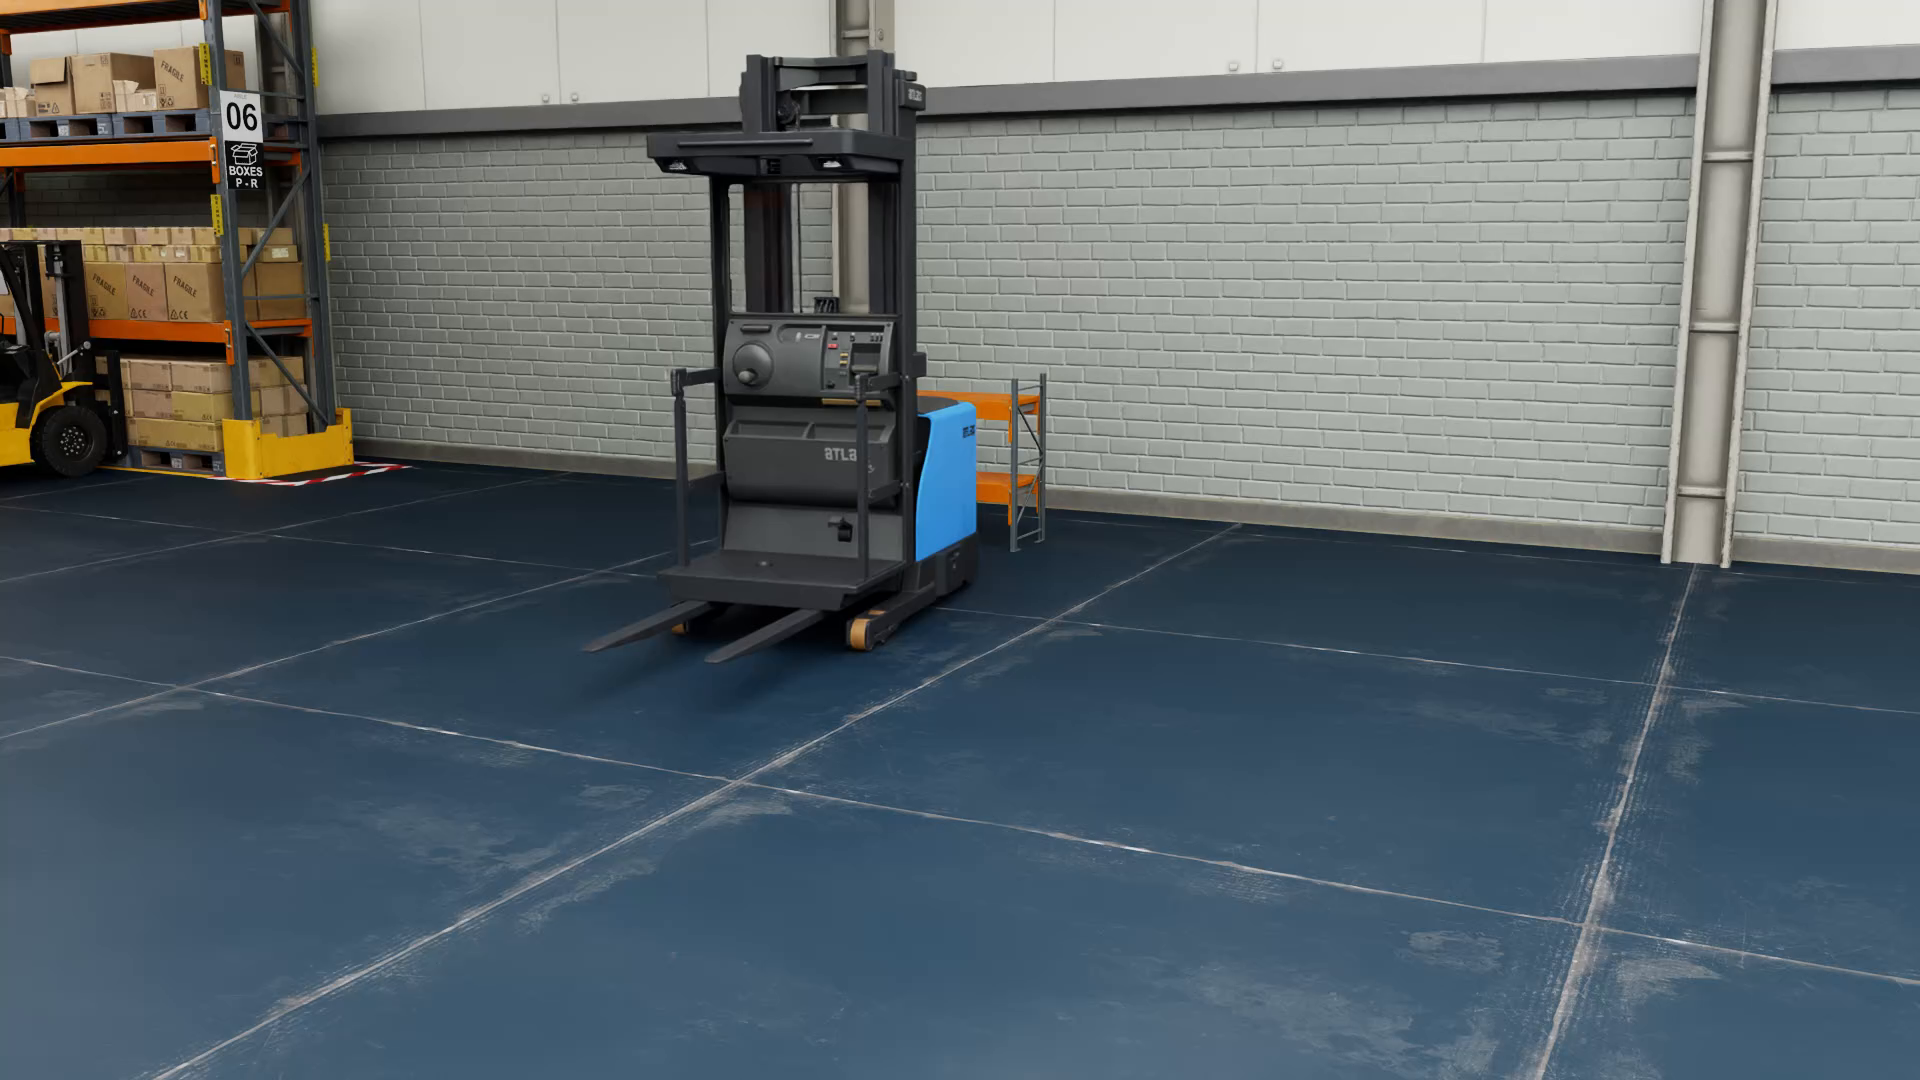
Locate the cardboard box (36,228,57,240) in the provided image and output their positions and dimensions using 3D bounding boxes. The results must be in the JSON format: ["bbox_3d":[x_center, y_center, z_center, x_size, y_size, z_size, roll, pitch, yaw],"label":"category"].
[{"bbox_3d":[-8.132,-2.758,15.110,0.250,0.149,0.380,5,11,26],"label":"cardboard box"}]

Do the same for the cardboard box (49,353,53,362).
[{"bbox_3d":[-8.277,-1.583,15.288,0.500,0.250,0.500,5,12,28],"label":"cardboard box"}]

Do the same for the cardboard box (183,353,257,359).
[{"bbox_3d":[-6.687,-1.542,15.063,0.500,0.250,0.500,5,11,26],"label":"cardboard box"}]

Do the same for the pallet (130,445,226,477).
[{"bbox_3d":[-6.594,-0.771,14.898,1.213,0.211,1.003,5,11,26],"label":"pallet"}]

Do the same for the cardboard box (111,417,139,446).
[{"bbox_3d":[-7.337,-1.011,14.937,0.500,0.250,0.500,5,11,26],"label":"cardboard box"}]

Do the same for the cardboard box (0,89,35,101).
[{"bbox_3d":[-8.839,-3.988,15.212,0.500,0.311,0.500,5,12,27],"label":"cardboard box"}]

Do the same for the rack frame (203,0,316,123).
[{"bbox_3d":[-5.890,-5.042,13.819,0.127,3.000,1.000,5,11,26],"label":"rack frame"}]

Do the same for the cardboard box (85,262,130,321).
[{"bbox_3d":[-7.368,-2.218,14.784,0.500,0.500,0.500,5,11,25],"label":"cardboard box"}]

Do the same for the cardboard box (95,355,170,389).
[{"bbox_3d":[-7.358,-1.499,14.825,0.500,0.250,0.500,5,11,27],"label":"cardboard box"}]

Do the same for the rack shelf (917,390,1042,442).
[{"bbox_3d":[-0.006,-0.842,11.081,1.000,0.278,0.538,5,11,26],"label":"rack shelf"}]

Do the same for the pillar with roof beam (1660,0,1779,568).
[{"bbox_3d":[2.741,-3.607,5.894,0.400,9.000,9.100,5,11,26],"label":"pillar with roof beam"}]

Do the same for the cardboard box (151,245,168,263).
[{"bbox_3d":[-6.773,-2.486,14.443,0.250,0.149,0.380,5,12,27],"label":"cardboard box"}]

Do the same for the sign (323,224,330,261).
[{"bbox_3d":[-5.639,-2.643,14.757,0.005,0.325,0.100,5,11,26],"label":"sign"}]

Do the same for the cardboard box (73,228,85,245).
[{"bbox_3d":[-7.683,-2.719,14.893,0.250,0.149,0.380,5,11,27],"label":"cardboard box"}]

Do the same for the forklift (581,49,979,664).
[{"bbox_3d":[-0.855,-0.975,8.385,1.130,2.935,3.031,4,11,19],"label":"forklift"}]

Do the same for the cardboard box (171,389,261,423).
[{"bbox_3d":[-6.465,-1.178,14.453,0.500,0.250,0.500,5,11,25],"label":"cardboard box"}]

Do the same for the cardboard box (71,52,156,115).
[{"bbox_3d":[-7.269,-3.963,14.543,0.500,0.500,0.700,5,11,26],"label":"cardboard box"}]

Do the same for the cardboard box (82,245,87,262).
[{"bbox_3d":[-7.670,-2.572,14.916,0.250,0.149,0.380,5,11,25],"label":"cardboard box"}]

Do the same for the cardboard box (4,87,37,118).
[{"bbox_3d":[-8.280,-3.905,14.879,0.258,0.266,0.396,5,11,24],"label":"cardboard box"}]

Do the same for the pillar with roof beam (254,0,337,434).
[{"bbox_3d":[-8.020,-4.553,11.119,0.400,9.000,9.100,5,11,26],"label":"pillar with roof beam"}]

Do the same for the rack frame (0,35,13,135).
[{"bbox_3d":[-9.477,-5.357,15.561,0.127,3.000,1.000,5,11,26],"label":"rack frame"}]

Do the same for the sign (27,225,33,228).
[{"bbox_3d":[-9.233,-2.959,16.501,0.005,0.325,0.100,5,11,26],"label":"sign"}]

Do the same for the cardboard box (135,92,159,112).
[{"bbox_3d":[-6.767,-3.715,14.155,0.250,0.149,0.380,5,11,24],"label":"cardboard box"}]

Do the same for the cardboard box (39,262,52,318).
[{"bbox_3d":[-8.266,-2.299,15.231,0.500,0.500,0.500,5,11,25],"label":"cardboard box"}]

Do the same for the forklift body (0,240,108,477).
[{"bbox_3d":[-8.398,-1.530,13.645,1.214,2.155,2.313,5,11,26],"label":"forklift body"}]

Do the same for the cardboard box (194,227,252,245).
[{"bbox_3d":[-6.304,-2.599,14.230,0.250,0.149,0.380,5,11,26],"label":"cardboard box"}]

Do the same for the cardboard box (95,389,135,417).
[{"bbox_3d":[-7.382,-1.256,14.887,0.500,0.250,0.500,5,11,25],"label":"cardboard box"}]

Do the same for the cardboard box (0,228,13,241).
[{"bbox_3d":[-8.630,-2.786,15.261,0.250,0.149,0.380,5,12,27],"label":"cardboard box"}]

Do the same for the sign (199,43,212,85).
[{"bbox_3d":[-6.142,-3.877,13.542,0.005,0.325,0.100,5,11,26],"label":"sign"}]

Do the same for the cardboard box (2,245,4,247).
[{"bbox_3d":[-8.640,-2.639,15.284,0.250,0.149,0.380,5,12,27],"label":"cardboard box"}]

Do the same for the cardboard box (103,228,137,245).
[{"bbox_3d":[-7.259,-2.664,14.590,0.250,0.149,0.380,5,12,27],"label":"cardboard box"}]

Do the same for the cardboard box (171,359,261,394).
[{"bbox_3d":[-6.441,-1.422,14.397,0.500,0.250,0.500,5,12,28],"label":"cardboard box"}]

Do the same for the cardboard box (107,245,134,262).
[{"bbox_3d":[-7.250,-2.521,14.635,0.250,0.149,0.380,5,11,24],"label":"cardboard box"}]

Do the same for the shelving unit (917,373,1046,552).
[{"bbox_3d":[-0.006,-0.554,11.133,1.048,1.125,0.538,5,11,26],"label":"shelving unit"}]

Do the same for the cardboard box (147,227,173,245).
[{"bbox_3d":[-6.786,-2.630,14.400,0.250,0.149,0.380,5,12,27],"label":"cardboard box"}]

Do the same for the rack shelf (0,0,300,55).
[{"bbox_3d":[-7.683,-4.648,14.790,4.000,0.370,1.077,5,11,26],"label":"rack shelf"}]

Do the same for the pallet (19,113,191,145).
[{"bbox_3d":[-7.611,-3.678,14.955,1.213,0.211,1.003,5,11,26],"label":"pallet"}]

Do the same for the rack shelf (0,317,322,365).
[{"bbox_3d":[-7.683,-1.893,15.288,4.000,0.370,1.077,5,11,26],"label":"rack shelf"}]

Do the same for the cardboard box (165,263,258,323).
[{"bbox_3d":[-6.447,-2.136,14.327,0.500,0.500,0.500,5,11,25],"label":"cardboard box"}]

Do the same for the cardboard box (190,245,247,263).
[{"bbox_3d":[-6.325,-2.441,14.191,0.250,0.149,0.380,5,11,27],"label":"cardboard box"}]

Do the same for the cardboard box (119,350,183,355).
[{"bbox_3d":[-7.587,-1.625,15.519,0.500,0.250,0.500,5,11,25],"label":"cardboard box"}]

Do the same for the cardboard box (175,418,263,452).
[{"bbox_3d":[-6.451,-0.930,14.487,0.500,0.250,0.500,5,11,26],"label":"cardboard box"}]
